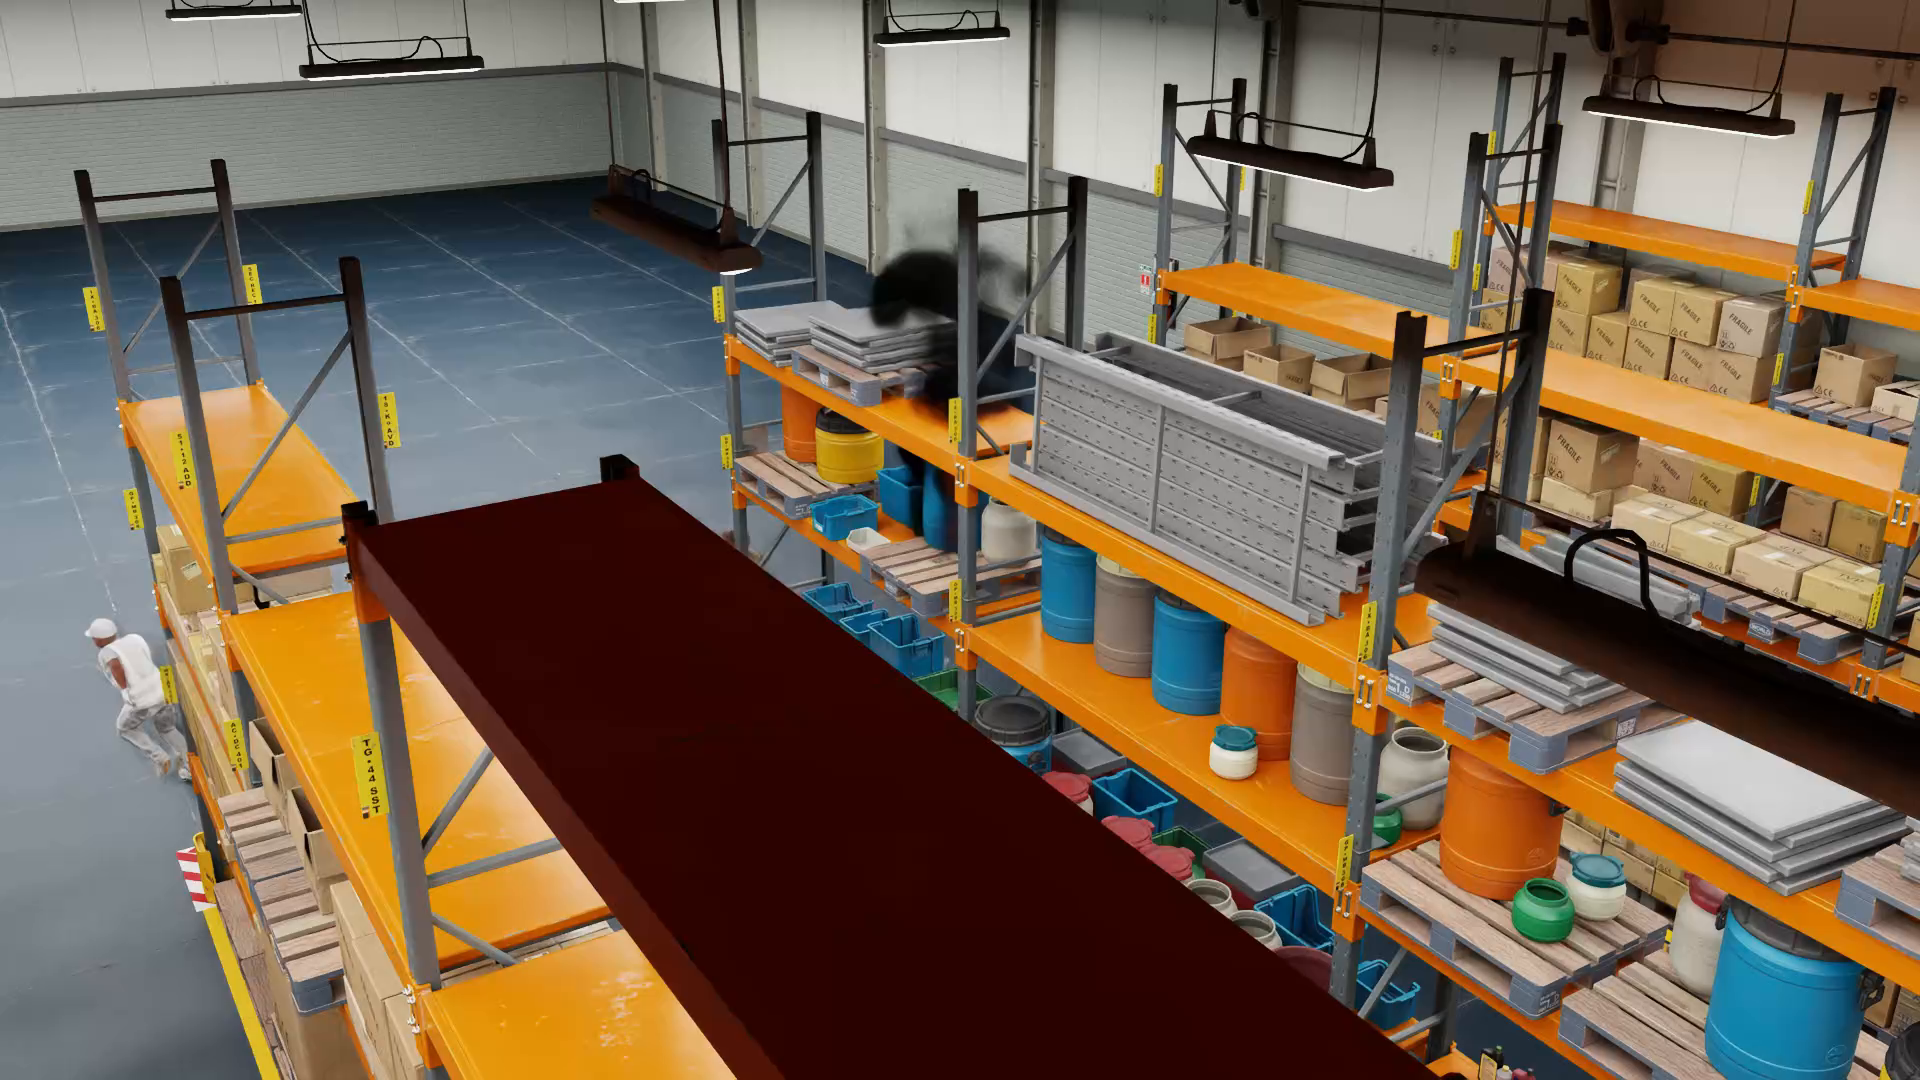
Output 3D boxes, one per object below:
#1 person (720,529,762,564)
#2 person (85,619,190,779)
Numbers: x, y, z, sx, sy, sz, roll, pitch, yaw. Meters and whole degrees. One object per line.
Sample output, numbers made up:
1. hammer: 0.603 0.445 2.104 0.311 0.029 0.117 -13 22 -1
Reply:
1. person: -2.303 0.635 17.716 0.749 1.630 0.537 2 22 5
2. person: -7.609 1.509 15.424 0.953 1.620 0.713 4 22 9
